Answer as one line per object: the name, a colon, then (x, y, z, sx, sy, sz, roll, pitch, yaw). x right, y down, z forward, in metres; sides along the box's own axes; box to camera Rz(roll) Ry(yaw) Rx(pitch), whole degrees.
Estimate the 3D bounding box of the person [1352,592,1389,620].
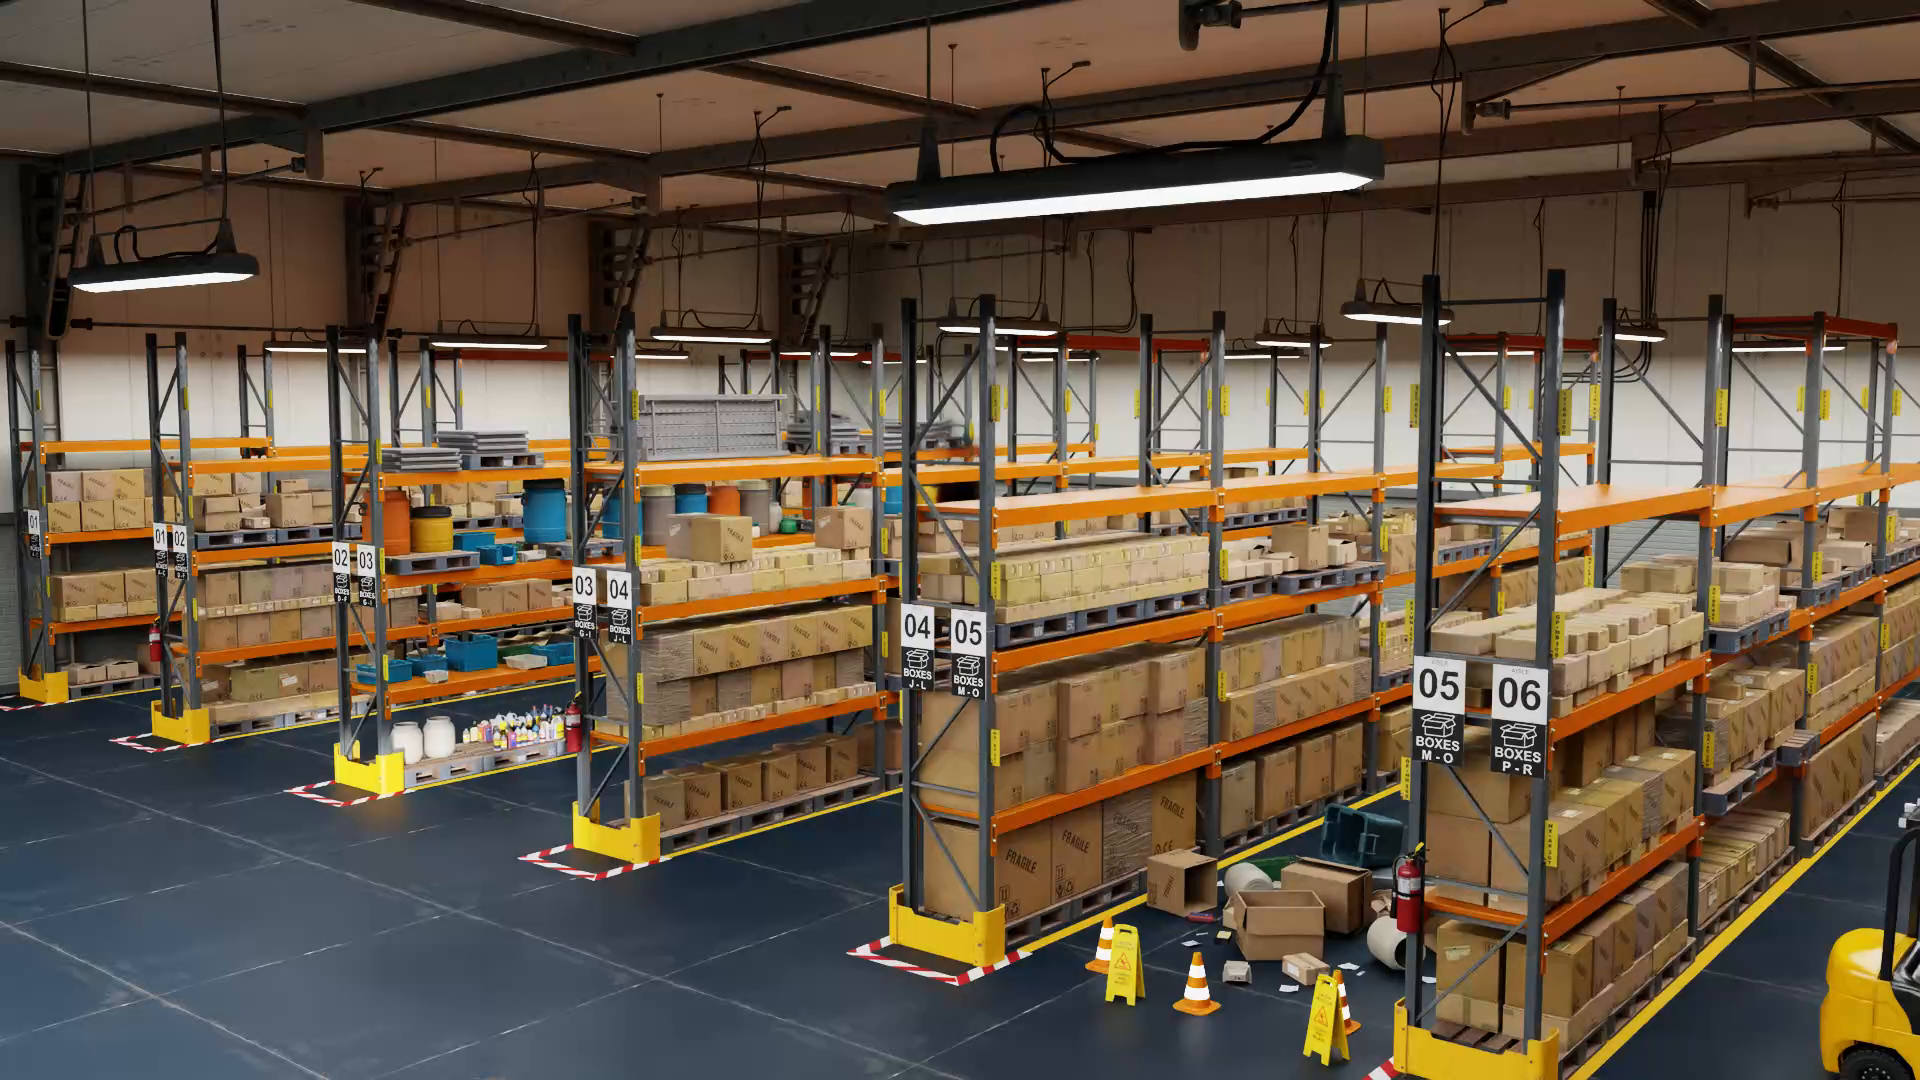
person: (7.619, 1.558, 30.640, 0.663, 1.702, 0.556, -1, 5, -14)
